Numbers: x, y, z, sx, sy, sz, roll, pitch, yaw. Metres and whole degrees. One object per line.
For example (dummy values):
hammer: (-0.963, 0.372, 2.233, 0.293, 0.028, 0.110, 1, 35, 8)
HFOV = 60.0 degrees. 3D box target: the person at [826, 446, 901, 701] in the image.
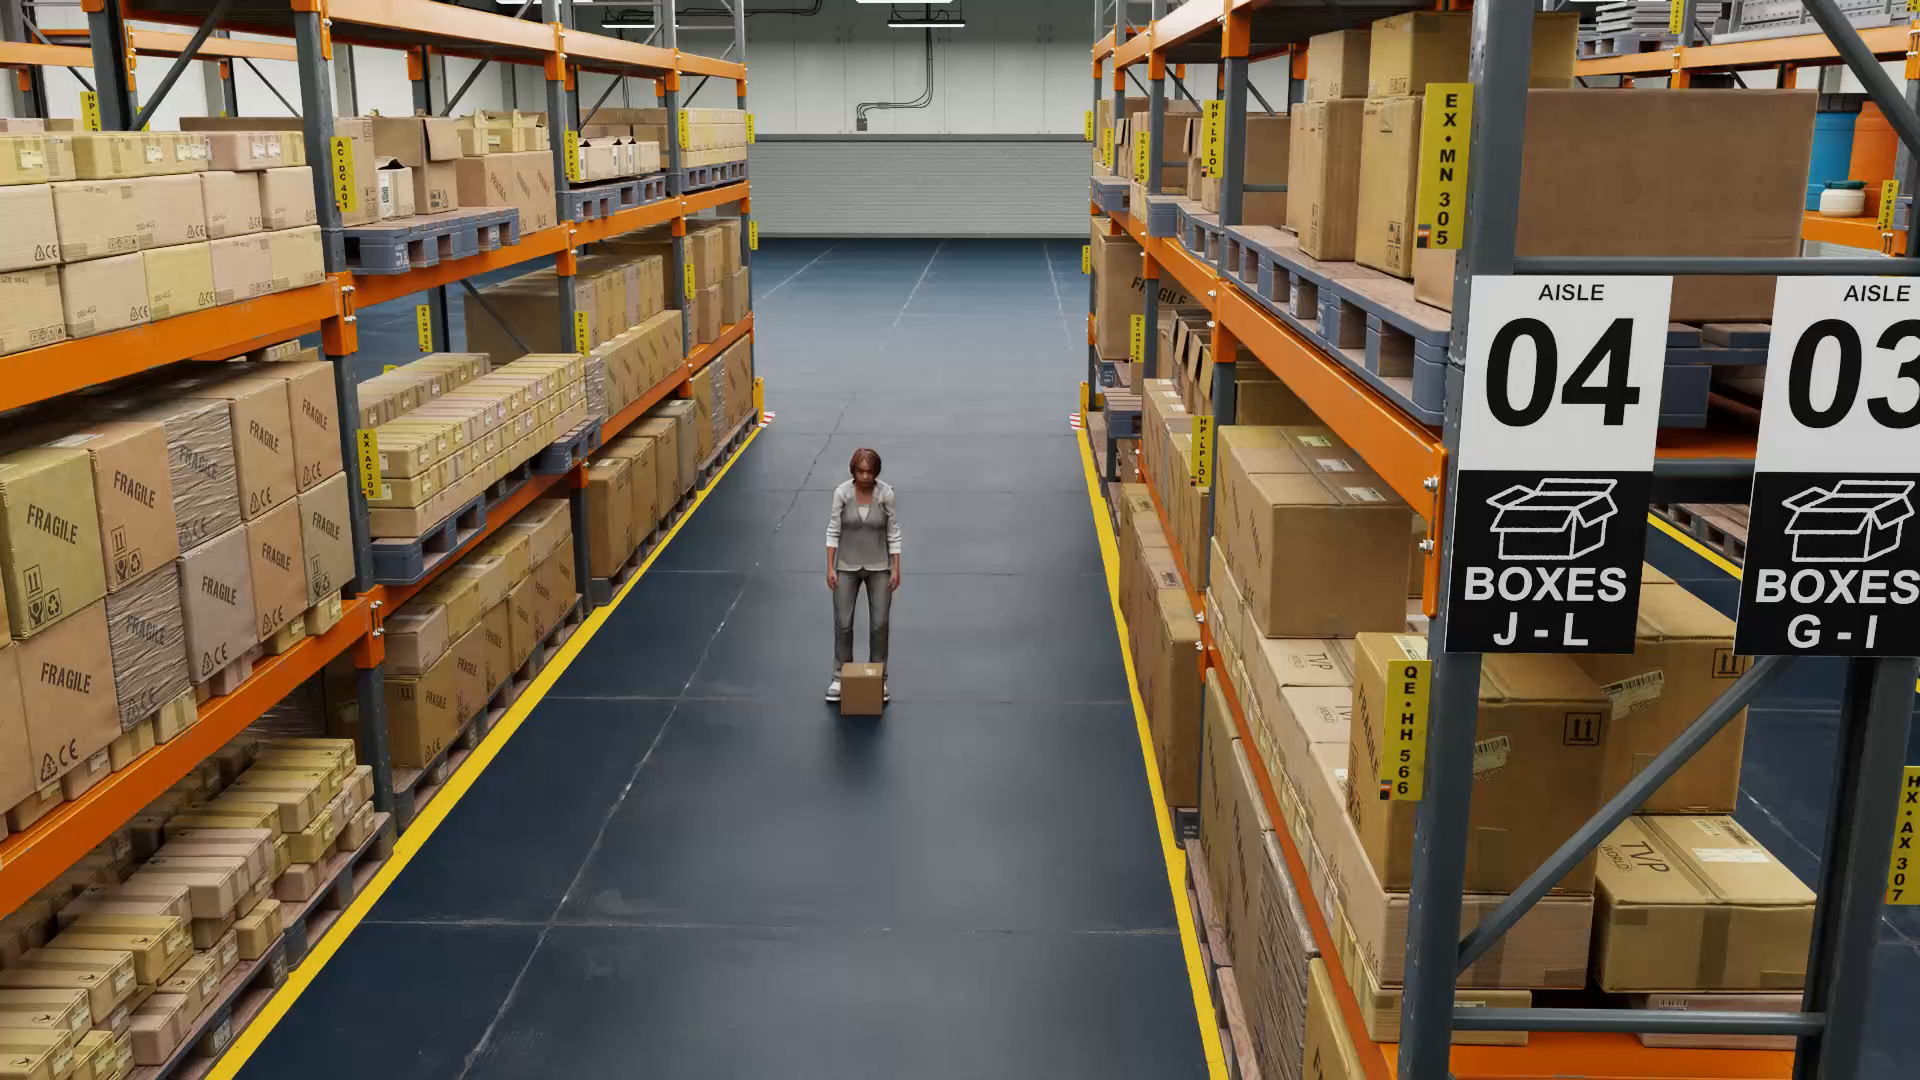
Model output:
person: (-0.598, 0.201, 10.232, 0.478, 1.592, 0.347, 0, 14, -2)
